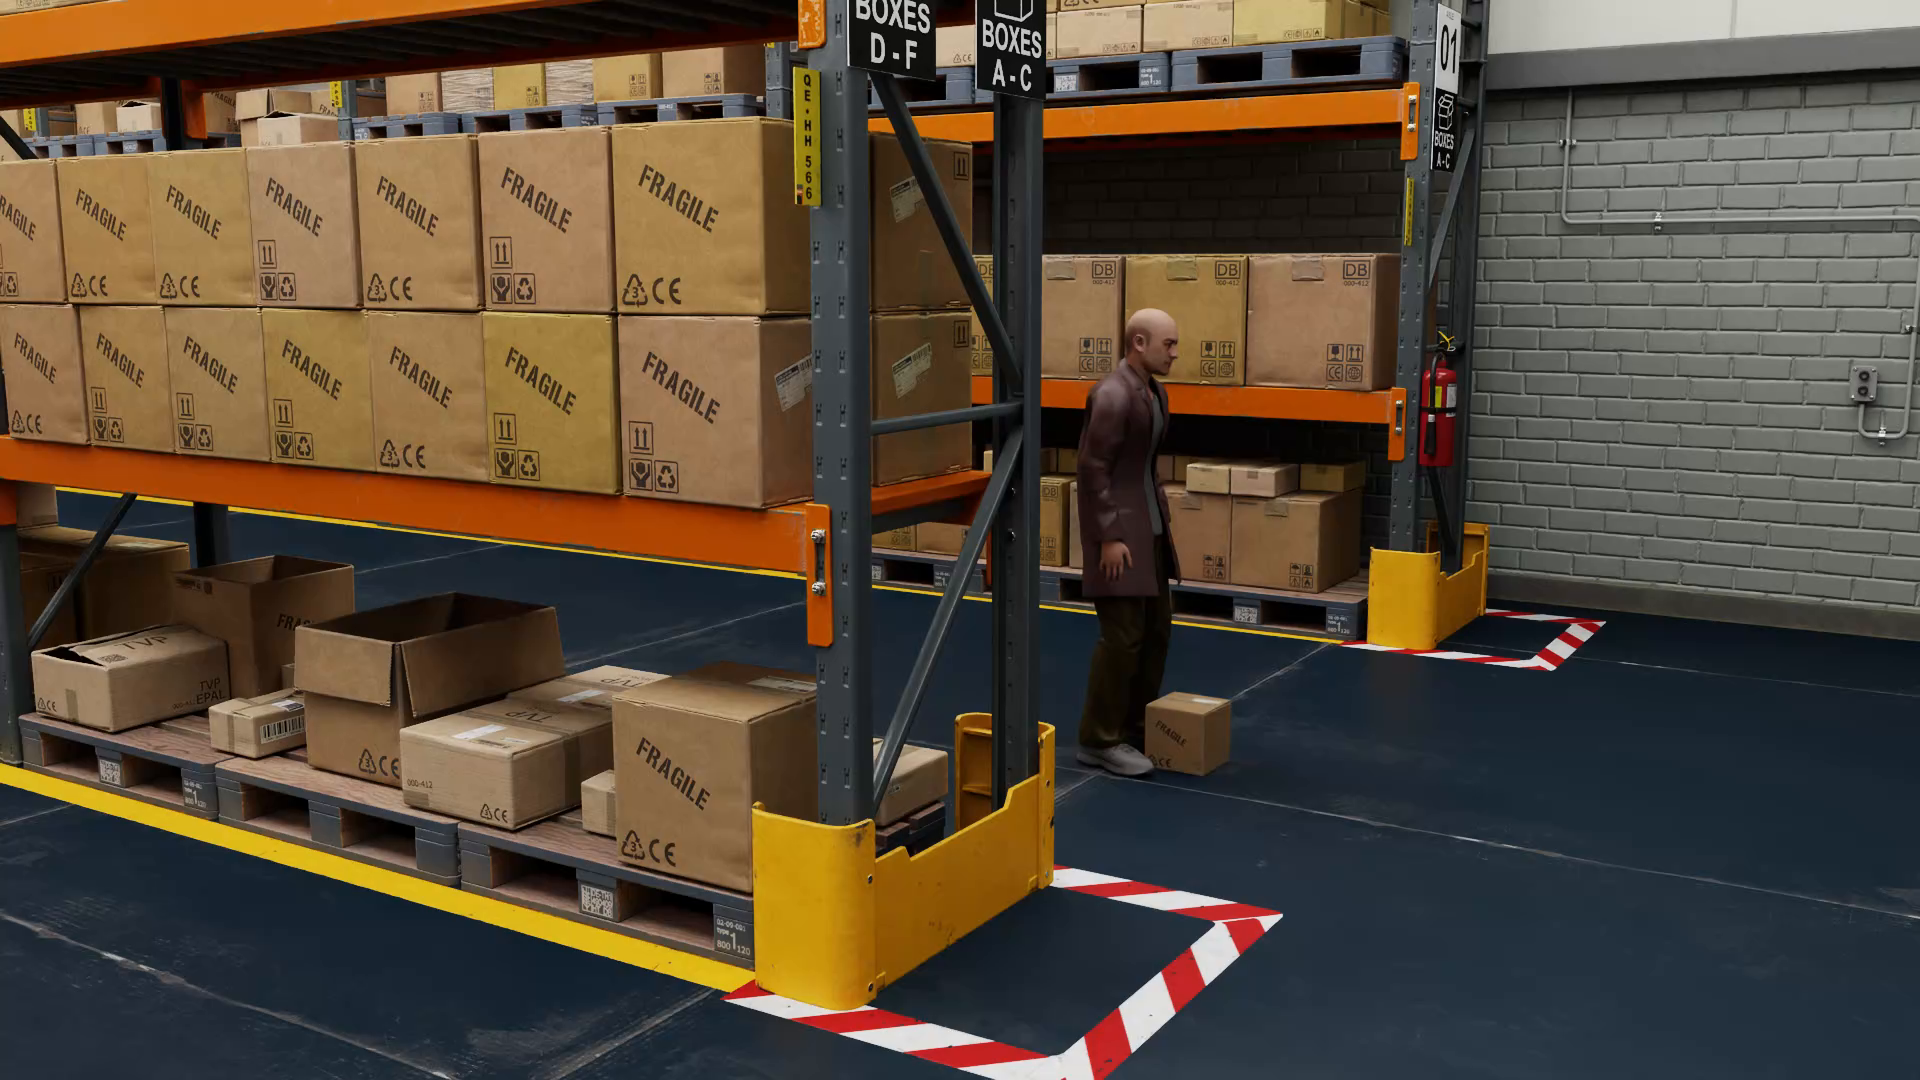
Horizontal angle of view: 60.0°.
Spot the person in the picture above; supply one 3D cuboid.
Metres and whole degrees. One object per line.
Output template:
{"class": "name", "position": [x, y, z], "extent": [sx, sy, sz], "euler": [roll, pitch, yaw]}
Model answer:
{"class": "person", "position": [0.677, -0.014, 6.514], "extent": [0.428, 1.772, 0.640], "euler": [5, 11, 29]}
